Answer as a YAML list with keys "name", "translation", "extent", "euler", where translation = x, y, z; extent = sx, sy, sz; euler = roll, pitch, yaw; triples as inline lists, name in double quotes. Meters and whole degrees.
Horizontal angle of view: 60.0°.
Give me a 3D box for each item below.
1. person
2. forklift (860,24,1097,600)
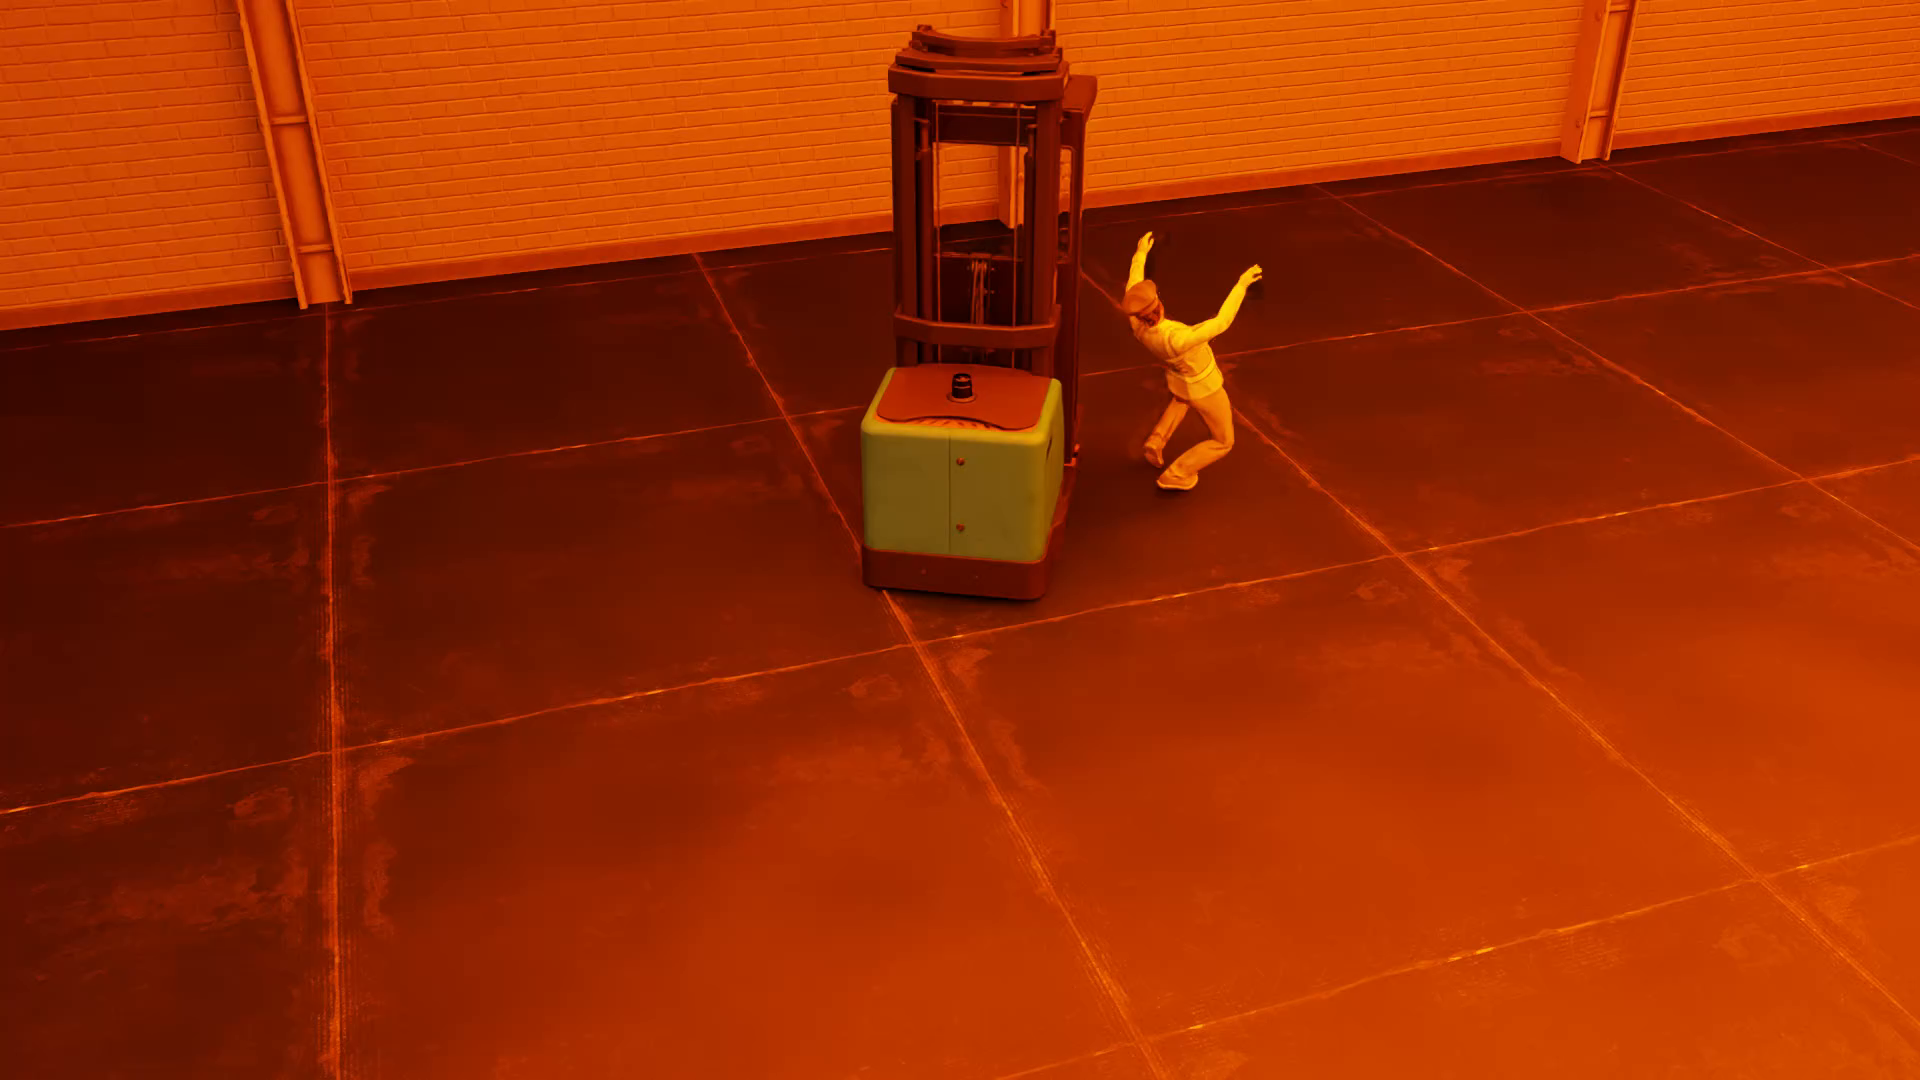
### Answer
- name: "person"
  translation: [1.302, -1.046, 10.307]
  extent: [0.764, 1.534, 0.874]
  euler: [-17, 34, -27]
- name: "forklift"
  translation: [0.197, -1.652, 9.958]
  extent: [1.130, 2.935, 3.031]
  euler: [5, 30, 8]
